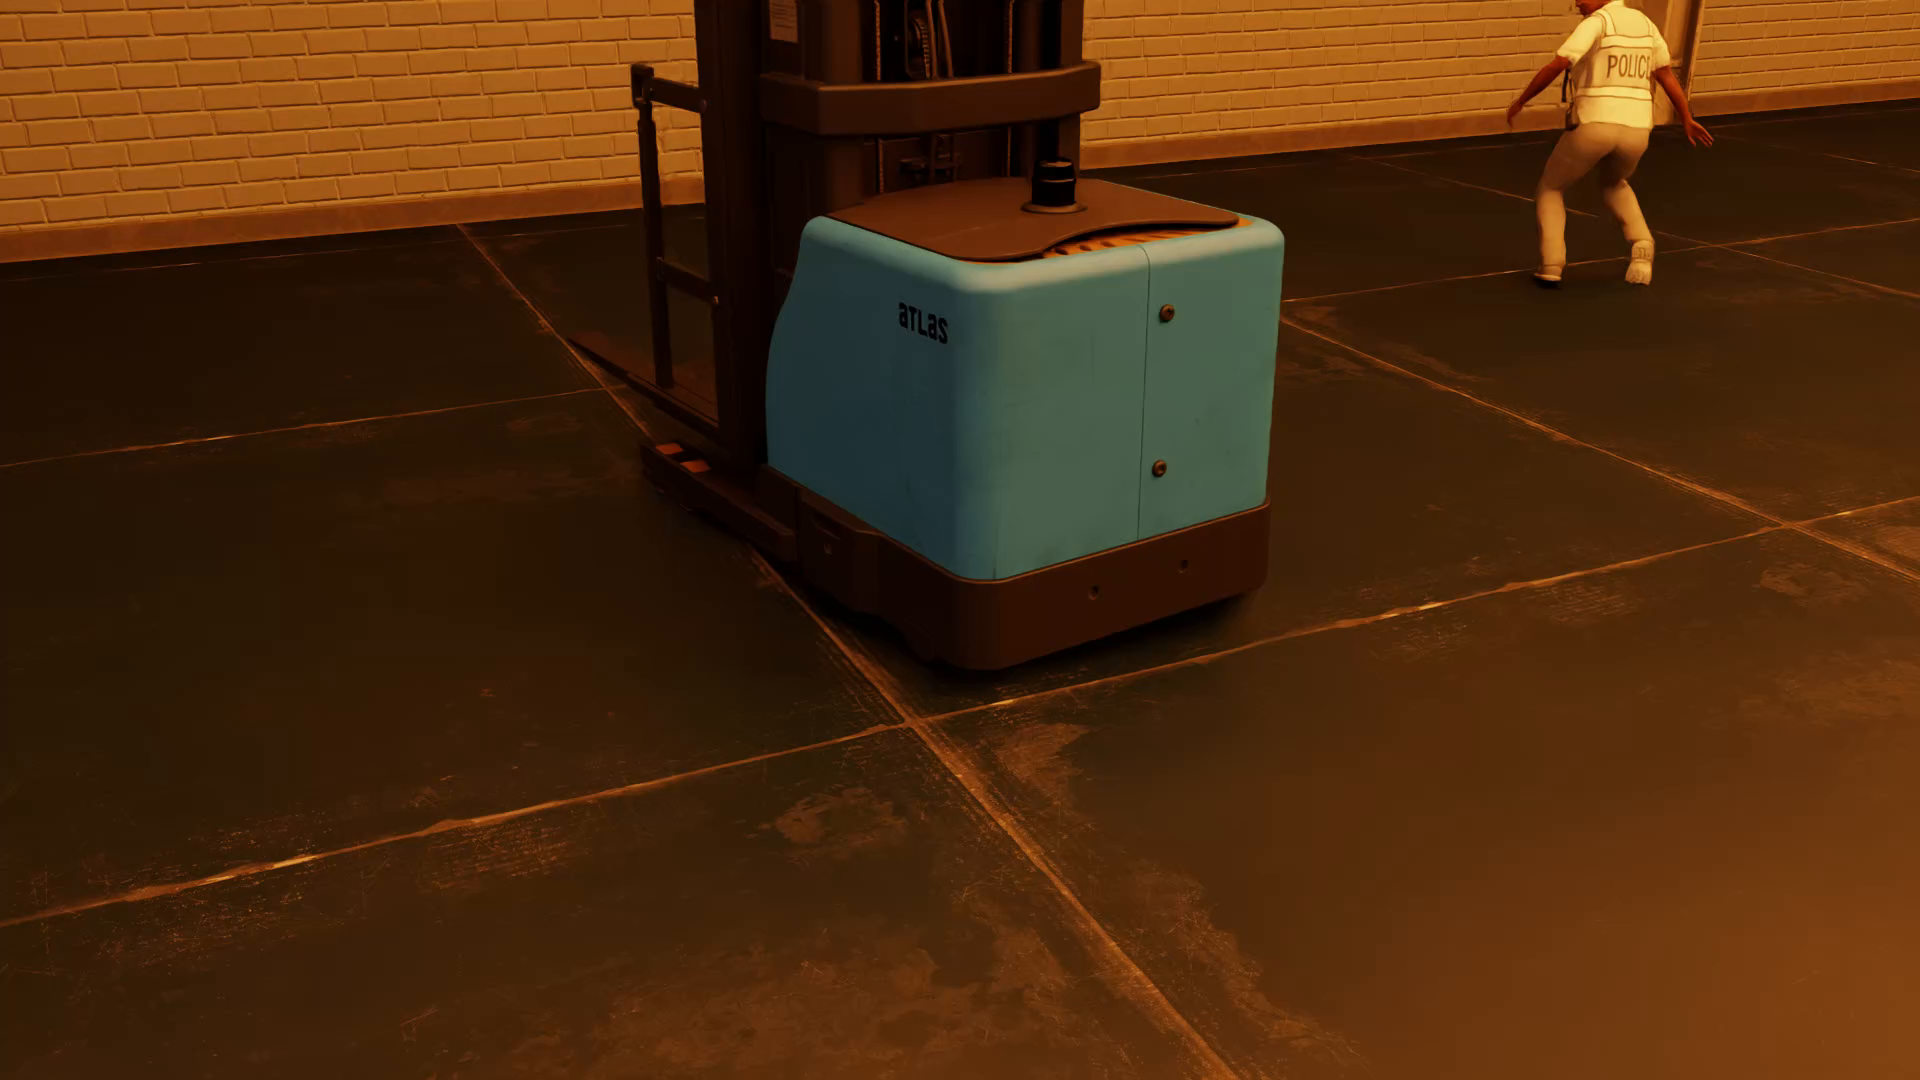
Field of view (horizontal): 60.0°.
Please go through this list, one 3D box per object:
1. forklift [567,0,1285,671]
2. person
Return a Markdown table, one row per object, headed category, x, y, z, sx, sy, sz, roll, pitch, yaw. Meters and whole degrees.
| category | x | y | z | sx | sy | sz | roll | pitch | yaw |
| --- | --- | --- | --- | --- | --- | --- | --- | --- | --- |
| forklift | -0.393 | -1.538 | 4.989 | 1.130 | 2.935 | 3.031 | -15 | 27 | -32 |
| person | 3.109 | -1.959 | 7.967 | 0.908 | 1.531 | 0.505 | -5 | 23 | -12 |
